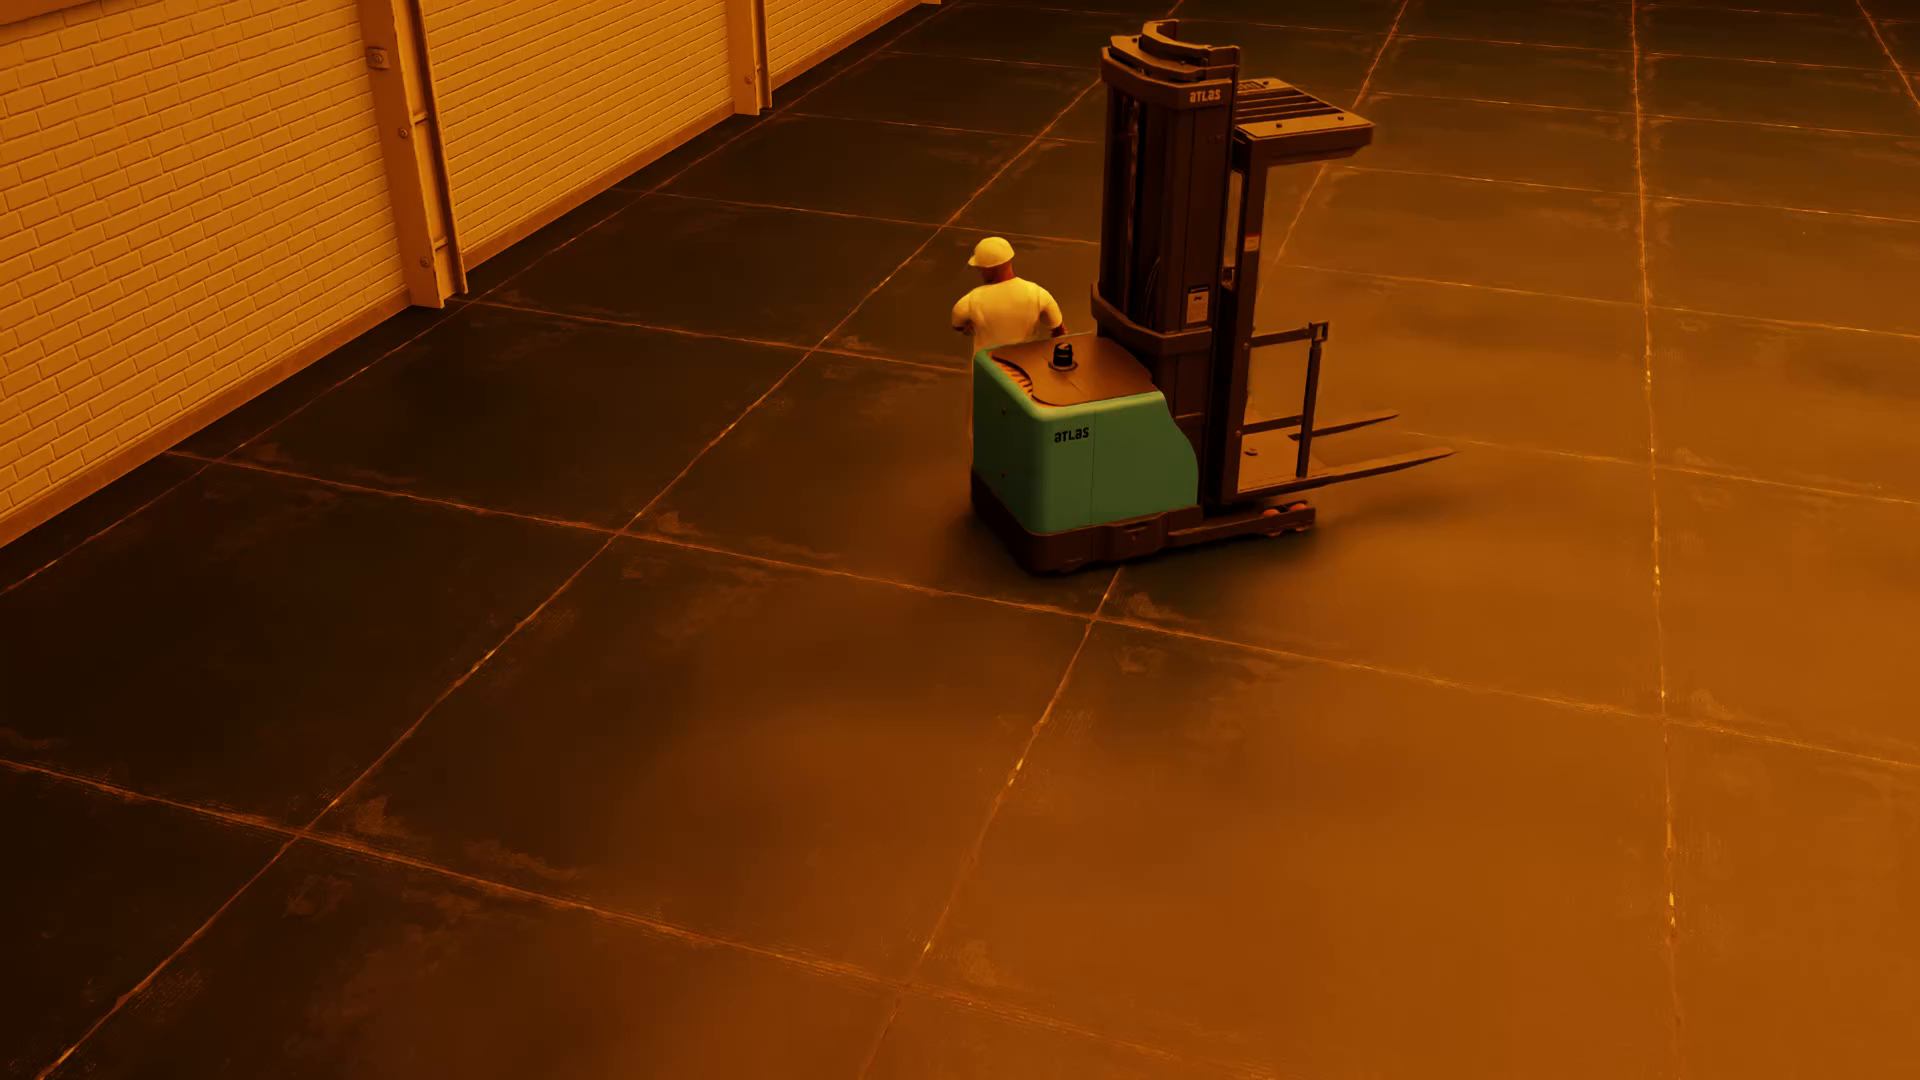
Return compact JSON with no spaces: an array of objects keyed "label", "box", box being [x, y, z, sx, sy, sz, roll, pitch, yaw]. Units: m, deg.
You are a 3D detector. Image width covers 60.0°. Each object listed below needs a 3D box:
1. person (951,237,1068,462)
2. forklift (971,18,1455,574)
[{"label":"person","box":[0.333,-1.125,10.381,0.791,1.703,0.835,-7,30,-12]},{"label":"forklift","box":[1.637,-1.527,9.815,3.031,2.935,1.130,-11,31,-18]}]
